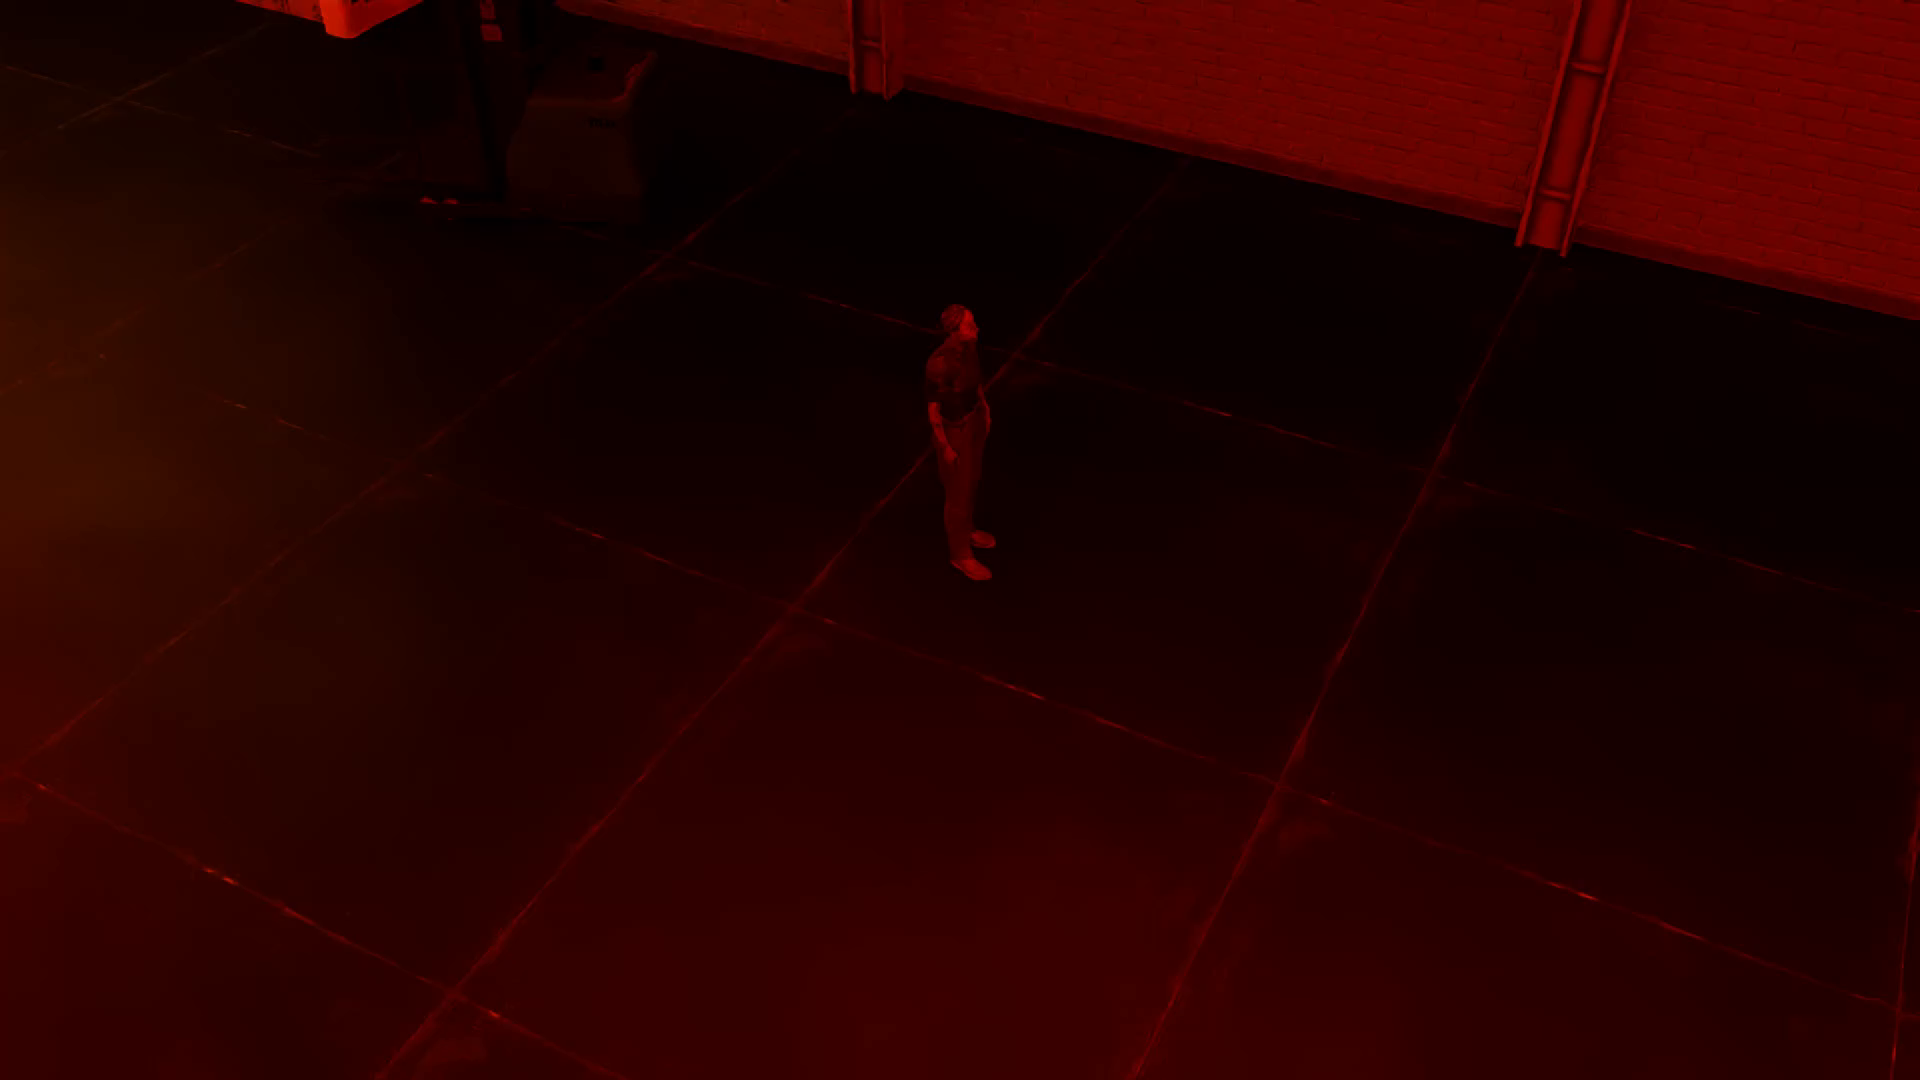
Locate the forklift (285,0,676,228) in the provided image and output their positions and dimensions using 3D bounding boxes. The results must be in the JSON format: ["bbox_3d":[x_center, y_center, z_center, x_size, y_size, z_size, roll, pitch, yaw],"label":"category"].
[{"bbox_3d":[-3.916,-4.012,12.750,3.031,2.935,1.130,5,40,6],"label":"forklift"}]

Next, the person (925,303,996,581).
[{"bbox_3d":[0.069,-0.601,9.680,0.503,1.654,0.570,18,43,21],"label":"person"}]
